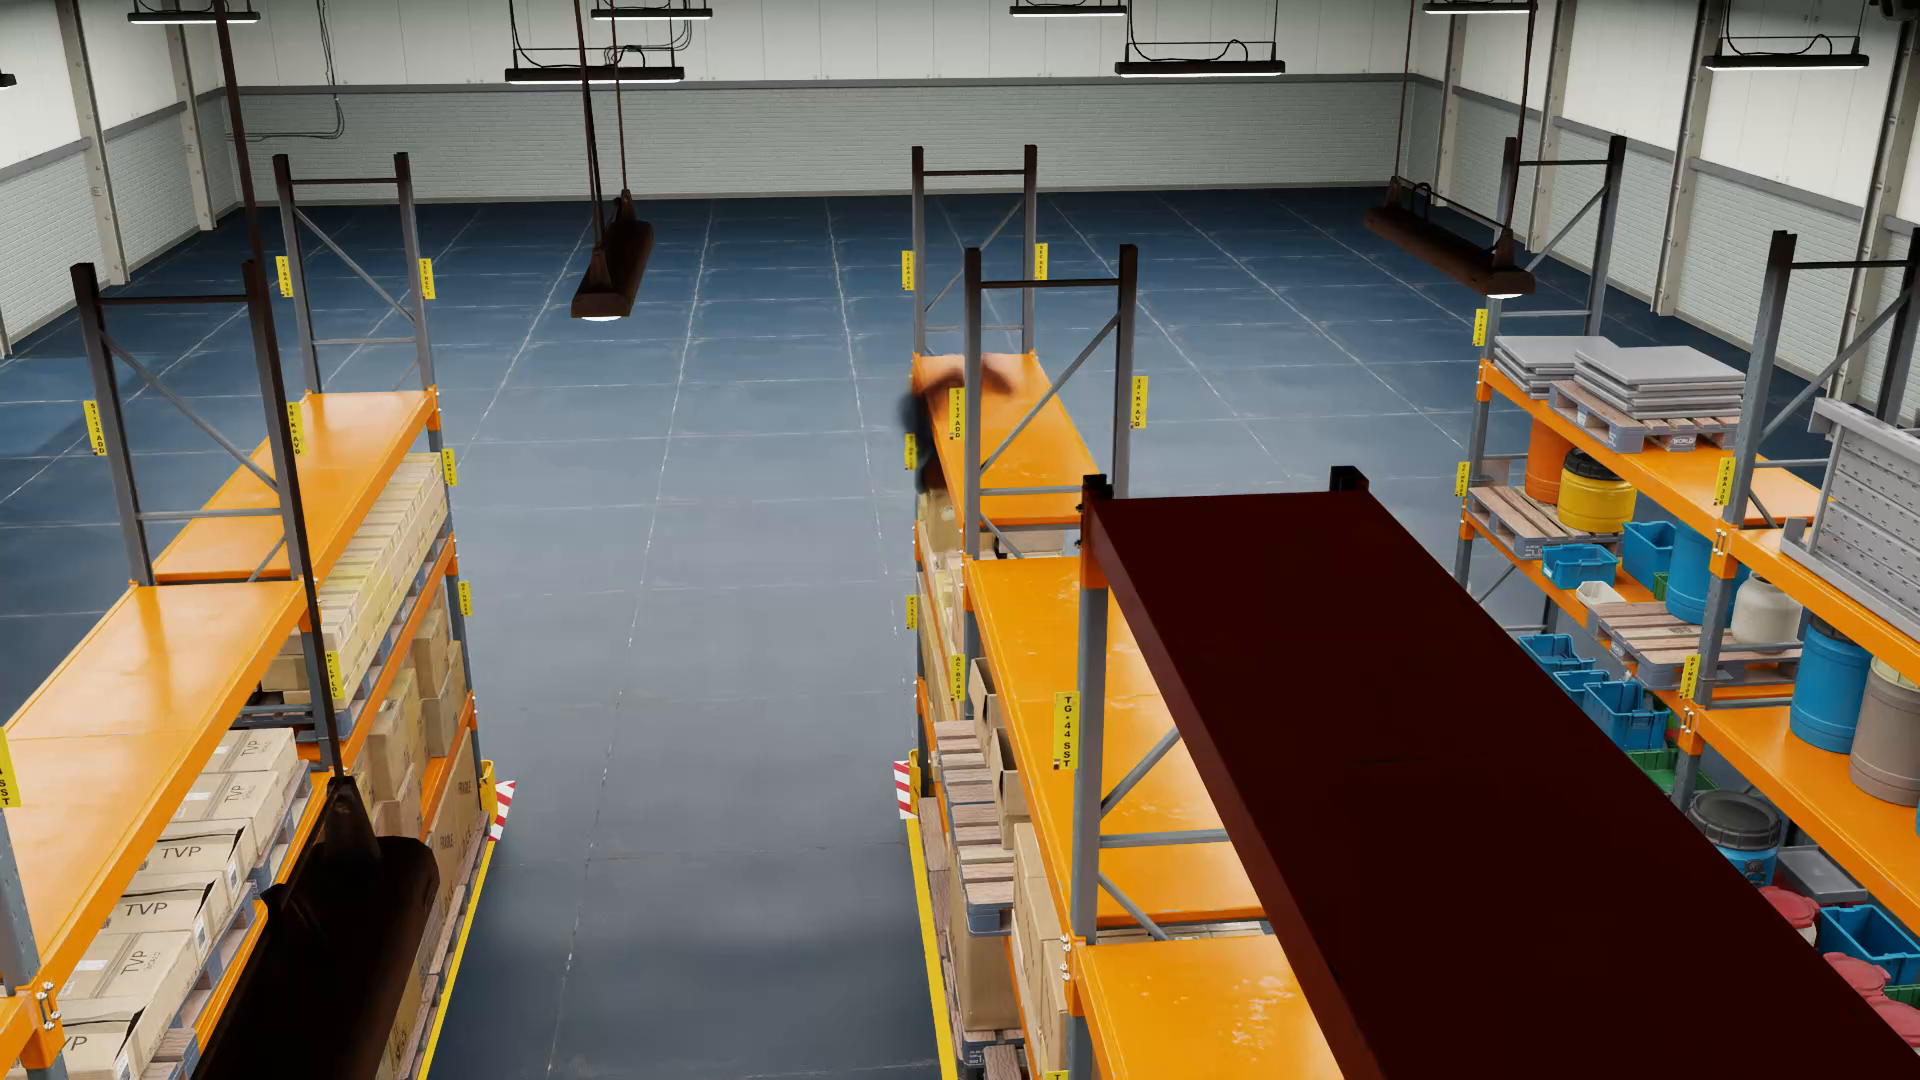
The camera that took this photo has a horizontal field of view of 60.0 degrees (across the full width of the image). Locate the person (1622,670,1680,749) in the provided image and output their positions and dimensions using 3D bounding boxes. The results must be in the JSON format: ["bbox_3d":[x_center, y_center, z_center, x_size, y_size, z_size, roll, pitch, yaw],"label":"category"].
[{"bbox_3d":[6.605,1.332,15.918,0.718,1.786,0.668,-5,22,-12],"label":"person"}]
